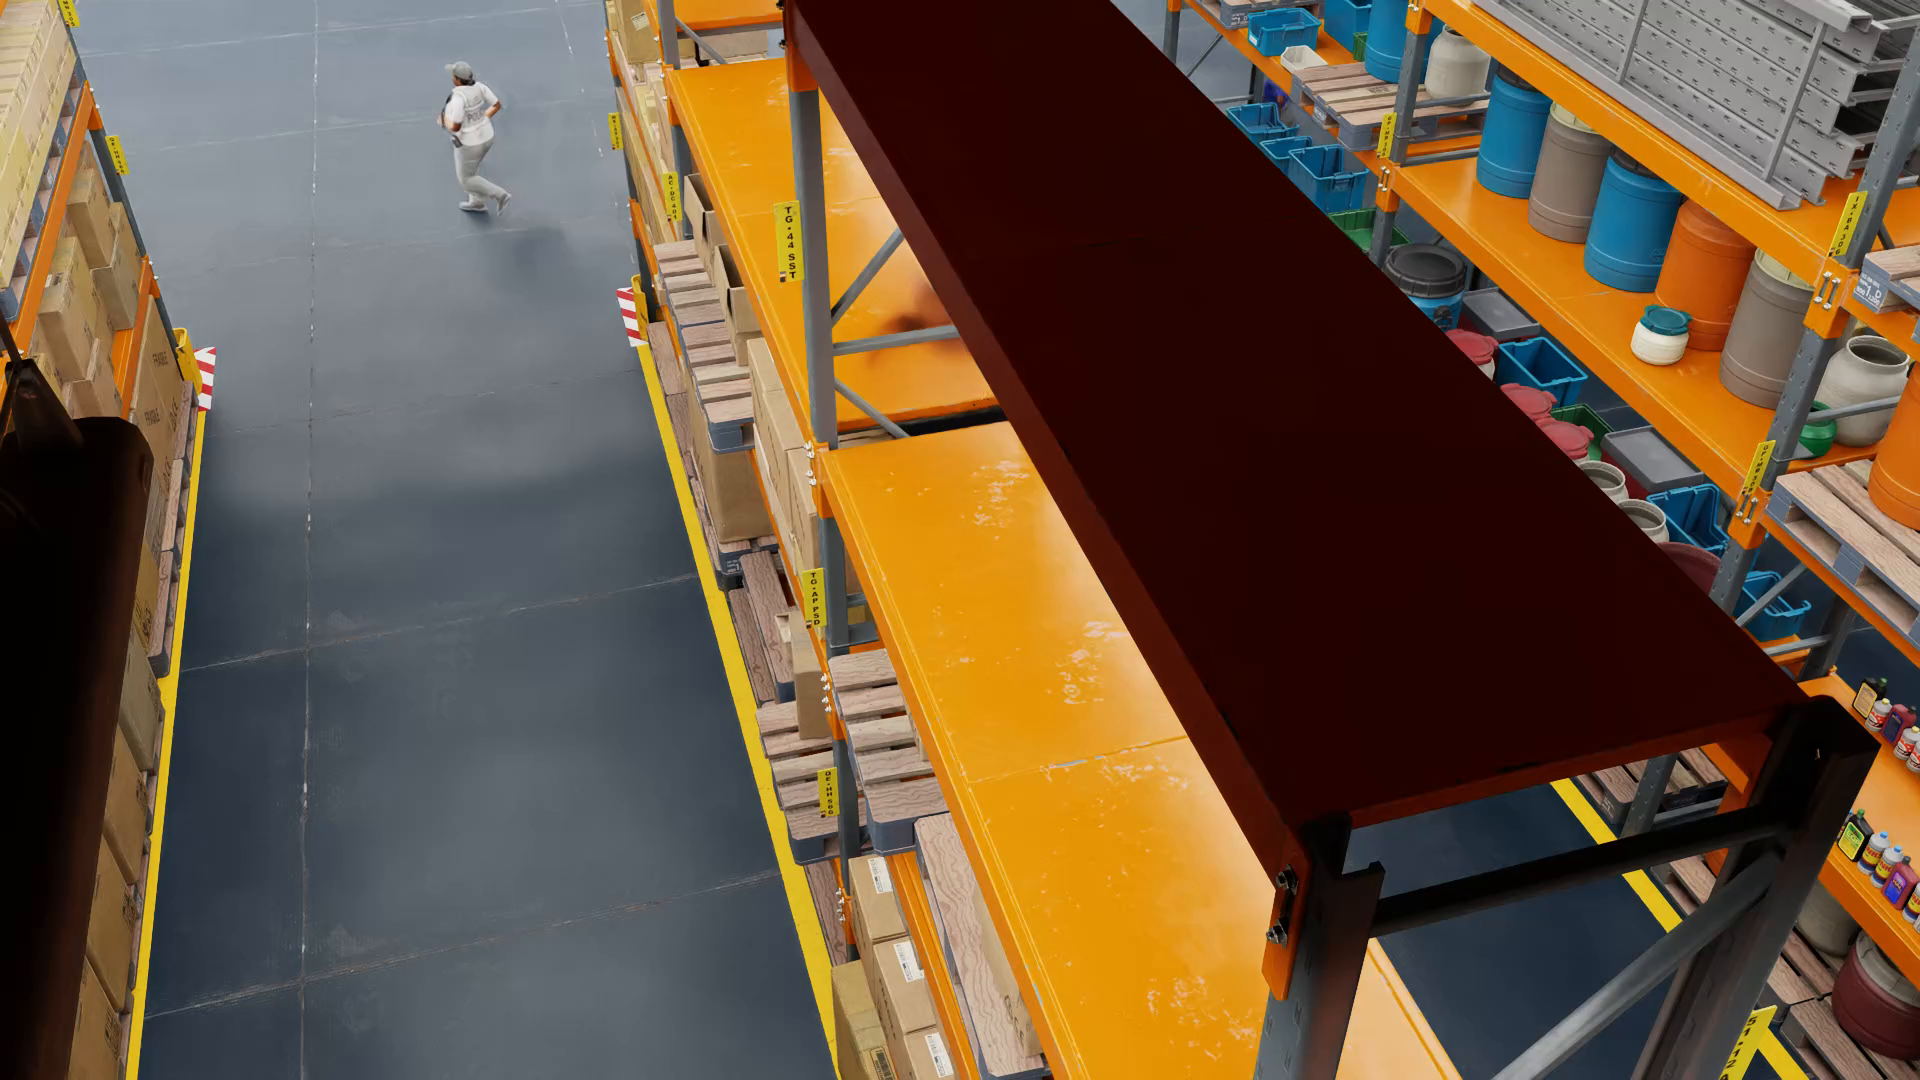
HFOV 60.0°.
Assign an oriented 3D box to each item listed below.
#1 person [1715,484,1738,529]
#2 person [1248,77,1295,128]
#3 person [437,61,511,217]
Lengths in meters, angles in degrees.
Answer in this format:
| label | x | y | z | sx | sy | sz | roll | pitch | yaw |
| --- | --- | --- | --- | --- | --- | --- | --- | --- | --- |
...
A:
| label | x | y | z | sx | sy | sz | roll | pitch | yaw |
| --- | --- | --- | --- | --- | --- | --- | --- | --- | --- |
| person | 5.900 | -0.657 | 12.321 | 0.590 | 1.683 | 0.743 | -9 | 39 | -12 |
| person | 3.146 | -4.172 | 16.858 | 0.684 | 1.605 | 0.591 | 29 | 47 | 31 |
| person | -4.822 | -3.975 | 16.534 | 0.749 | 1.630 | 0.629 | 14 | 41 | 17 |
